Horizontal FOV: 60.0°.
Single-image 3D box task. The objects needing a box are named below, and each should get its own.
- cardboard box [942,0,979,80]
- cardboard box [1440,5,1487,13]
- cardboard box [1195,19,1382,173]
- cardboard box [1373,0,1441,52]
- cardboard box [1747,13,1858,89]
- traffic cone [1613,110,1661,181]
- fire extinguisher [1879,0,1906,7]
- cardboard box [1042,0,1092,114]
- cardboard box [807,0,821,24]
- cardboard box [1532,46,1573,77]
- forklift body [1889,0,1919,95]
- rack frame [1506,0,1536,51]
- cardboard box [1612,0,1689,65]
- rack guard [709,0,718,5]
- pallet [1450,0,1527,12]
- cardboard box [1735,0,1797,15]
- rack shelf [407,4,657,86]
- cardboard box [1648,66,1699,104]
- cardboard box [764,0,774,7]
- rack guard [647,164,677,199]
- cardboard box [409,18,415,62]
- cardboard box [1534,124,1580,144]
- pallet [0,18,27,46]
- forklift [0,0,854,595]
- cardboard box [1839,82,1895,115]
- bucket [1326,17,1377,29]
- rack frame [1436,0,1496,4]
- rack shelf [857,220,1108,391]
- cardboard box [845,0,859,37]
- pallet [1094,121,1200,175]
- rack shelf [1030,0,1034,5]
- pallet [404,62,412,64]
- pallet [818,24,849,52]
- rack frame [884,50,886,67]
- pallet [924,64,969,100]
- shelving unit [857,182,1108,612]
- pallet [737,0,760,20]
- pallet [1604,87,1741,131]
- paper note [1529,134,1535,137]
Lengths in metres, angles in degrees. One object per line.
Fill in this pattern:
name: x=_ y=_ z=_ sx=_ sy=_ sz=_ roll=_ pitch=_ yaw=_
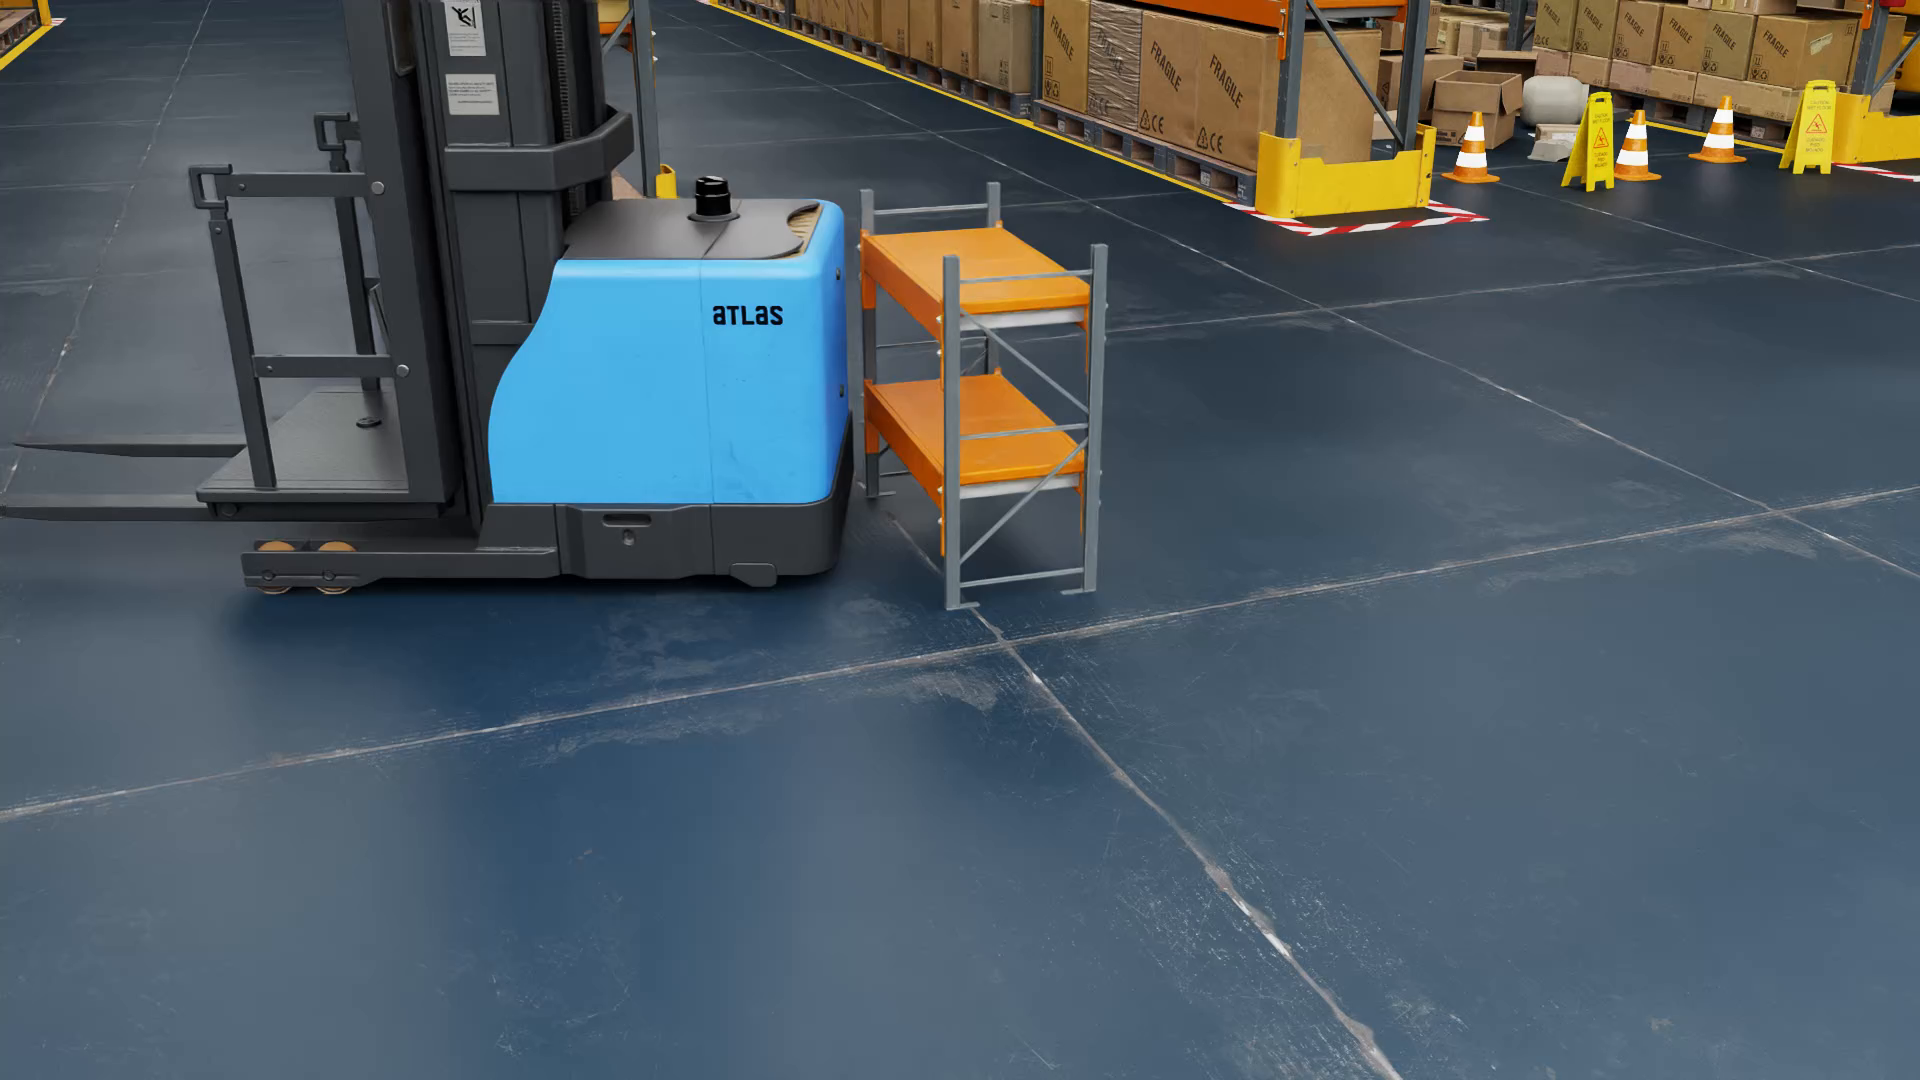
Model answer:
cardboard box: x=0.452 y=-4.754 z=15.523 sx=1.050 sy=0.750 sz=0.750 roll=-8 pitch=24 yaw=-19
cardboard box: x=4.996 y=-5.435 z=17.625 sx=0.950 sy=0.372 sz=0.625 roll=-8 pitch=24 yaw=-17
cardboard box: x=2.204 y=-3.031 z=11.275 sx=0.875 sy=0.875 sz=0.875 roll=-8 pitch=24 yaw=-19
cardboard box: x=4.033 y=-4.691 z=15.260 sx=0.500 sy=0.500 sz=0.500 roll=-8 pitch=24 yaw=-19
cardboard box: x=6.574 y=-3.823 z=12.992 sx=0.500 sy=0.500 sz=0.500 roll=-8 pitch=24 yaw=-19
traffic cone: x=4.824 y=-2.830 z=11.868 sx=0.336 sy=0.463 sz=0.334 roll=-8 pitch=24 yaw=-19
fire extinguisher: x=6.710 y=-4.155 z=11.845 sx=0.296 sy=0.674 sz=0.183 roll=-8 pitch=24 yaw=-19
cardboard box: x=1.249 y=-4.009 z=13.595 sx=0.875 sy=0.875 sz=0.875 roll=-8 pitch=24 yaw=-18
cardboard box: x=-1.532 y=-6.484 z=19.950 sx=0.500 sy=0.500 sz=0.500 roll=-7 pitch=24 yaw=-17
cardboard box: x=5.644 y=-4.424 z=15.383 sx=0.500 sy=0.250 sz=0.500 roll=-10 pitch=25 yaw=-21
forklift body: x=9.367 y=-5.025 z=14.904 sx=2.313 sy=2.155 sz=1.214 roll=-8 pitch=24 yaw=-19
rack frame: x=5.688 y=-5.749 z=15.527 sx=1.000 sy=3.000 sz=0.127 roll=-8 pitch=24 yaw=-19
cardboard box: x=6.025 y=-4.388 z=14.332 sx=0.500 sy=0.500 sz=0.500 roll=-7 pitch=24 yaw=-16
rack guard: x=-3.120 y=-8.214 z=24.594 sx=1.175 sy=0.500 sz=0.348 roll=-8 pitch=24 yaw=-19
pallet: x=7.827 y=-7.762 z=23.896 sx=1.003 sy=0.211 sz=1.213 roll=-8 pitch=24 yaw=-19
cardboard box: x=6.381 y=-4.246 z=13.160 sx=0.380 sy=0.149 sz=0.250 roll=-8 pitch=24 yaw=-17
rack shelf: x=-2.877 y=-3.331 z=10.717 sx=1.077 sy=0.370 sz=4.000 roll=-8 pitch=24 yaw=-19
cardboard box: x=6.198 y=-3.857 z=14.039 sx=0.500 sy=0.250 sz=0.500 roll=-9 pitch=25 yaw=-21
cardboard box: x=-2.358 y=-7.108 z=21.883 sx=0.380 sy=0.149 sz=0.250 roll=-9 pitch=25 yaw=-21
rack guard: x=-2.197 y=-1.811 z=9.404 sx=1.175 sy=0.500 sz=0.348 roll=-8 pitch=24 yaw=-19
cardboard box: x=-4.741 y=-4.653 z=15.578 sx=0.700 sy=0.500 sz=0.500 roll=-10 pitch=25 yaw=-22
cardboard box: x=4.748 y=-3.180 z=13.104 sx=0.380 sy=0.149 sz=0.250 roll=4 pitch=23 yaw=9
pallet: x=-11.774 y=-6.037 z=19.802 sx=1.003 sy=0.211 sz=1.213 roll=-8 pitch=24 yaw=-19
forklift: x=-1.913 y=-1.381 z=5.252 sx=3.031 sy=2.935 sz=1.130 roll=0 pitch=23 yaw=1
cardboard box: x=7.075 y=-3.553 z=13.317 sx=0.500 sy=0.250 sz=0.500 roll=-9 pitch=24 yaw=-19
bucket: x=3.298 y=-4.492 z=14.803 sx=0.726 sy=0.611 sz=0.620 roll=0 pitch=13 yaw=-1
rack frame: x=7.504 y=-9.338 z=24.043 sx=1.000 sy=3.000 sz=0.127 roll=-8 pitch=24 yaw=-19
rack shelf: x=0.046 y=-0.786 z=5.413 sx=0.538 sy=0.278 sz=1.000 roll=-7 pitch=24 yaw=-16
cardboard box: x=-0.977 y=-5.920 z=18.612 sx=0.500 sy=0.500 sz=0.500 roll=-7 pitch=24 yaw=-17
pallet: x=1.723 y=-3.017 z=12.636 sx=1.003 sy=0.211 sz=1.213 roll=-8 pitch=24 yaw=-19
rack shelf: x=0.386 y=-5.428 z=15.693 sx=1.077 sy=0.370 sz=4.000 roll=-8 pitch=24 yaw=-19
pallet: x=-5.204 y=-4.854 z=16.995 sx=1.003 sy=0.211 sz=1.213 roll=-8 pitch=24 yaw=-19
pallet: x=-1.022 y=-5.928 z=19.543 sx=1.003 sy=0.211 sz=1.213 roll=-8 pitch=24 yaw=-19
rack frame: x=-0.320 y=-6.486 z=17.277 sx=1.000 sy=3.000 sz=0.127 roll=-8 pitch=24 yaw=-19
pallet: x=0.315 y=-4.462 z=16.064 sx=1.003 sy=0.211 sz=1.213 roll=-8 pitch=24 yaw=-19
shelving unit: x=0.046 y=-0.516 z=5.527 sx=0.538 sy=1.125 sz=1.048 roll=-7 pitch=24 yaw=-16
pallet: x=-2.439 y=-7.338 z=22.888 sx=1.003 sy=0.211 sz=1.213 roll=-8 pitch=24 yaw=-19
pallet: x=6.393 y=-3.781 z=14.448 sx=1.003 sy=0.211 sz=1.213 roll=-8 pitch=24 yaw=-19
paper note: x=4.745 y=-3.321 z=13.606 sx=0.148 sy=0.019 sz=0.142 roll=0 pitch=23 yaw=-1
